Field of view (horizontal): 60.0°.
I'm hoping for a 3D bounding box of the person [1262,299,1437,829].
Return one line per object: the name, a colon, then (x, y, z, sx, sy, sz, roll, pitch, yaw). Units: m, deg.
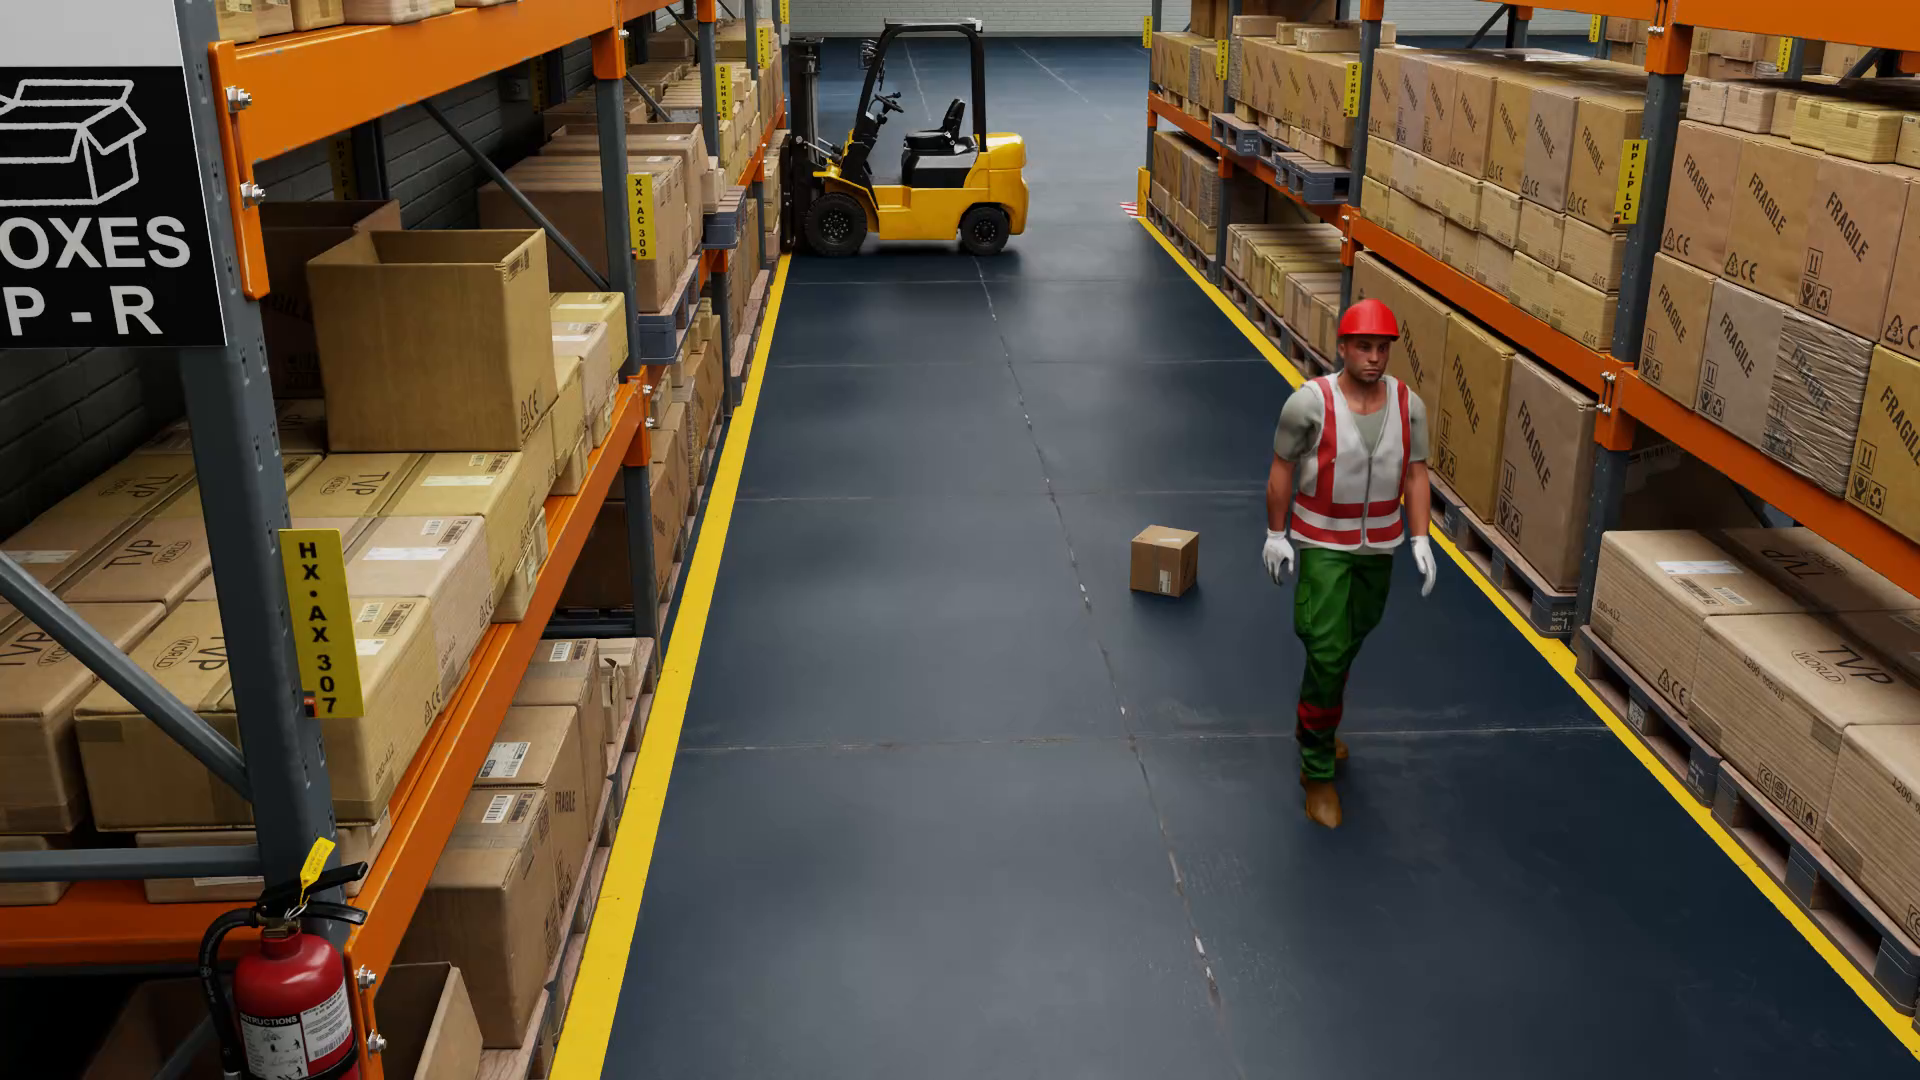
person: (1.385, 0.065, 5.887, 0.545, 1.841, 0.666, -4, 21, -11)
